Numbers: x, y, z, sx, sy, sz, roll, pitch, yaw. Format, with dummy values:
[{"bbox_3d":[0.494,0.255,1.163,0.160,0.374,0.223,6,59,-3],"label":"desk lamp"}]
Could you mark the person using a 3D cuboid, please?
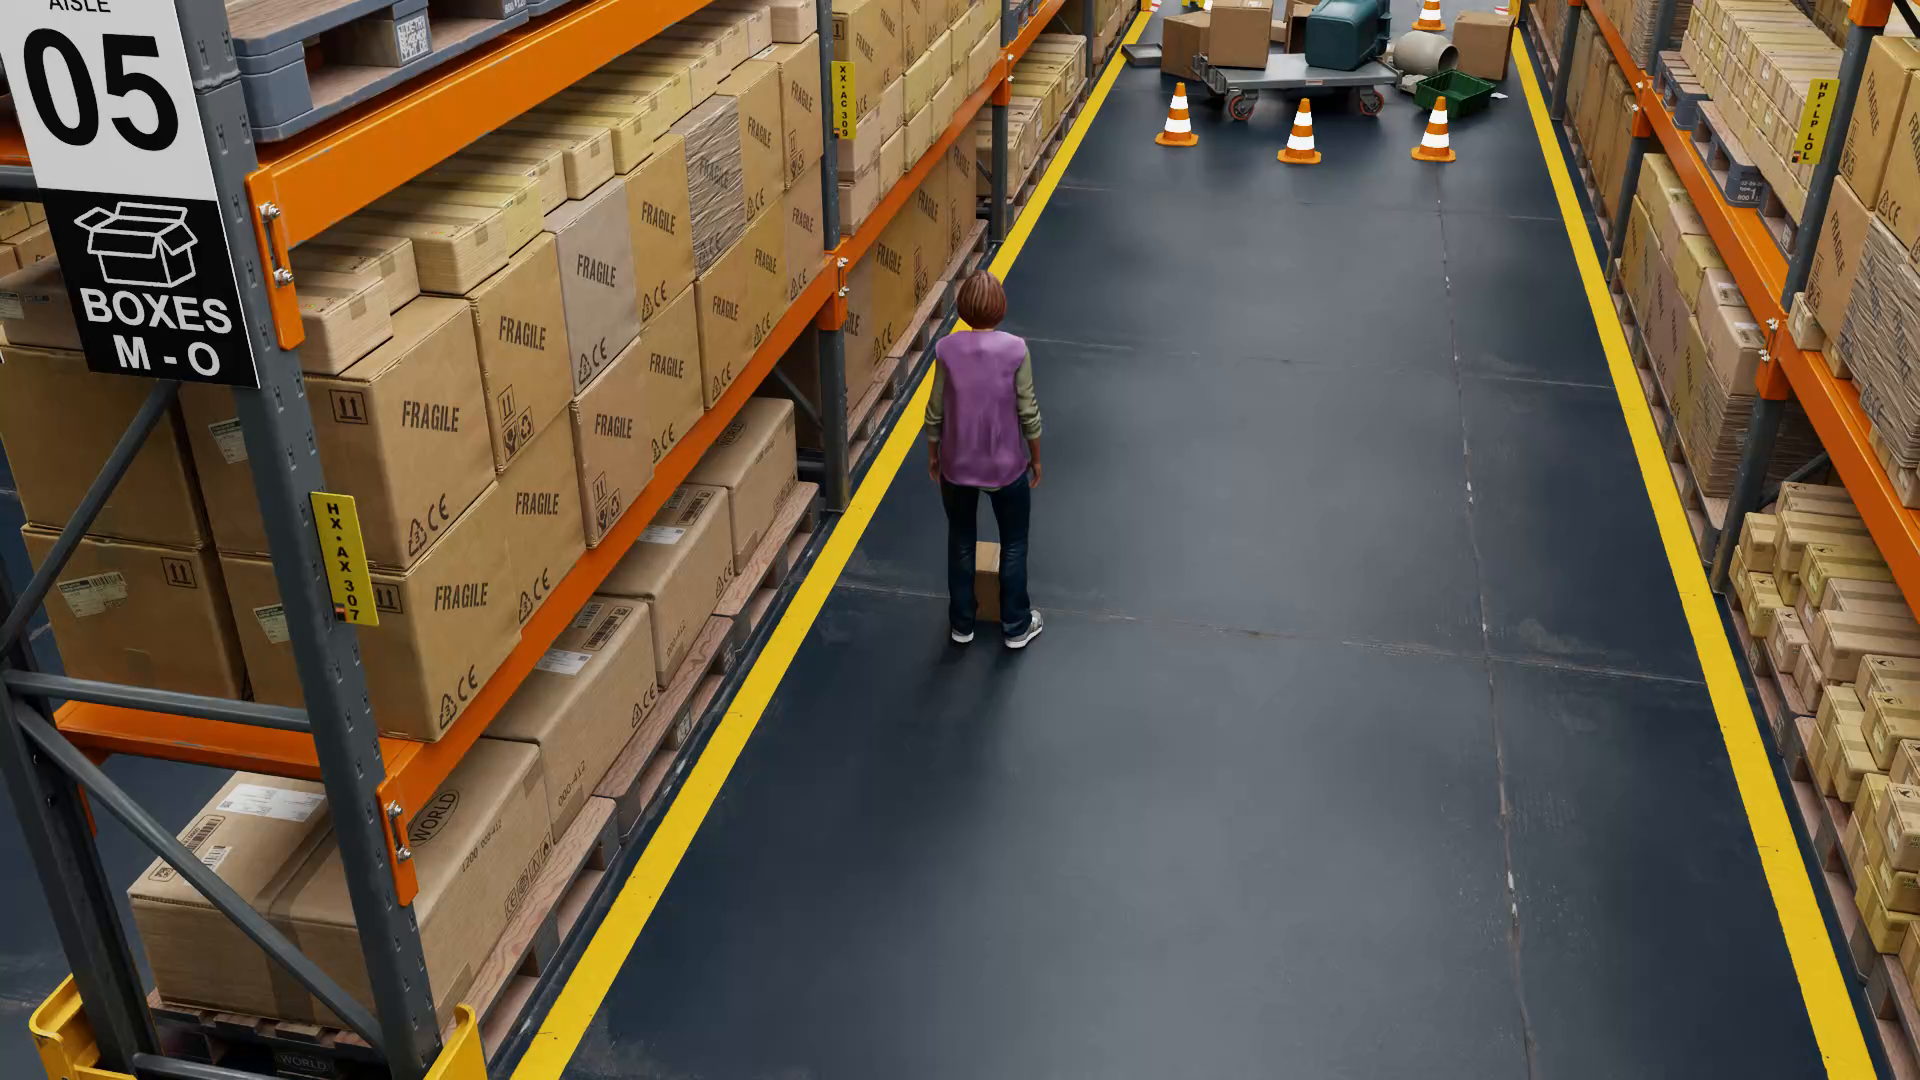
[{"bbox_3d":[0.099,-0.287,6.662,0.482,1.582,0.341,5,30,8],"label":"person"}]
